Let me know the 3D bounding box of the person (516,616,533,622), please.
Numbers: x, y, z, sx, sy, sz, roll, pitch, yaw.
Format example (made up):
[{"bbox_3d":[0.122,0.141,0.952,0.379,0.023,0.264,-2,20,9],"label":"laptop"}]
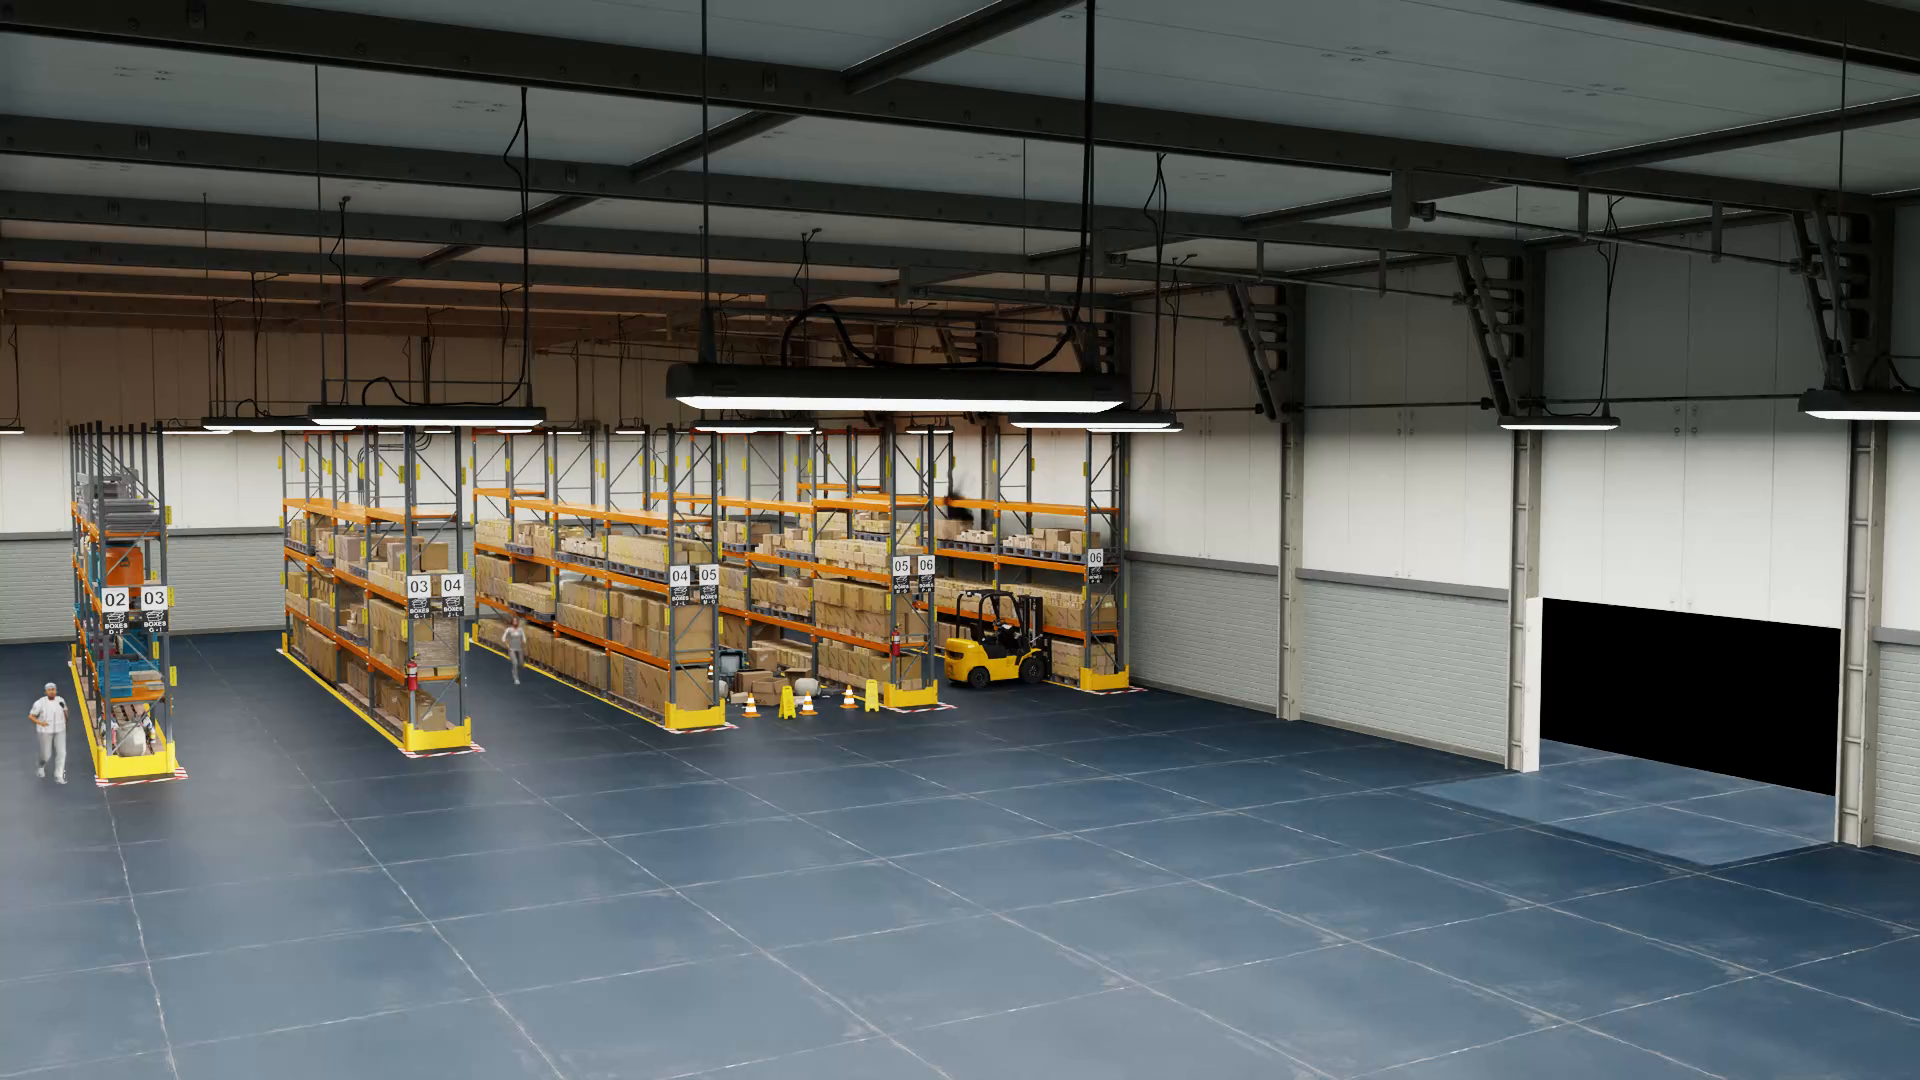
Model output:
[{"bbox_3d":[-12.763,1.855,48.544,0.690,1.734,0.726,-2,4,-32],"label":"person"}]

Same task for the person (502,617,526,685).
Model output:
[{"bbox_3d":[-10.343,2.566,38.594,0.542,1.541,0.680,-2,4,-30],"label":"person"}]

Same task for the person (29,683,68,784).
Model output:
[{"bbox_3d":[-15.112,3.208,27.628,0.612,1.679,0.715,-3,5,-44],"label":"person"}]
